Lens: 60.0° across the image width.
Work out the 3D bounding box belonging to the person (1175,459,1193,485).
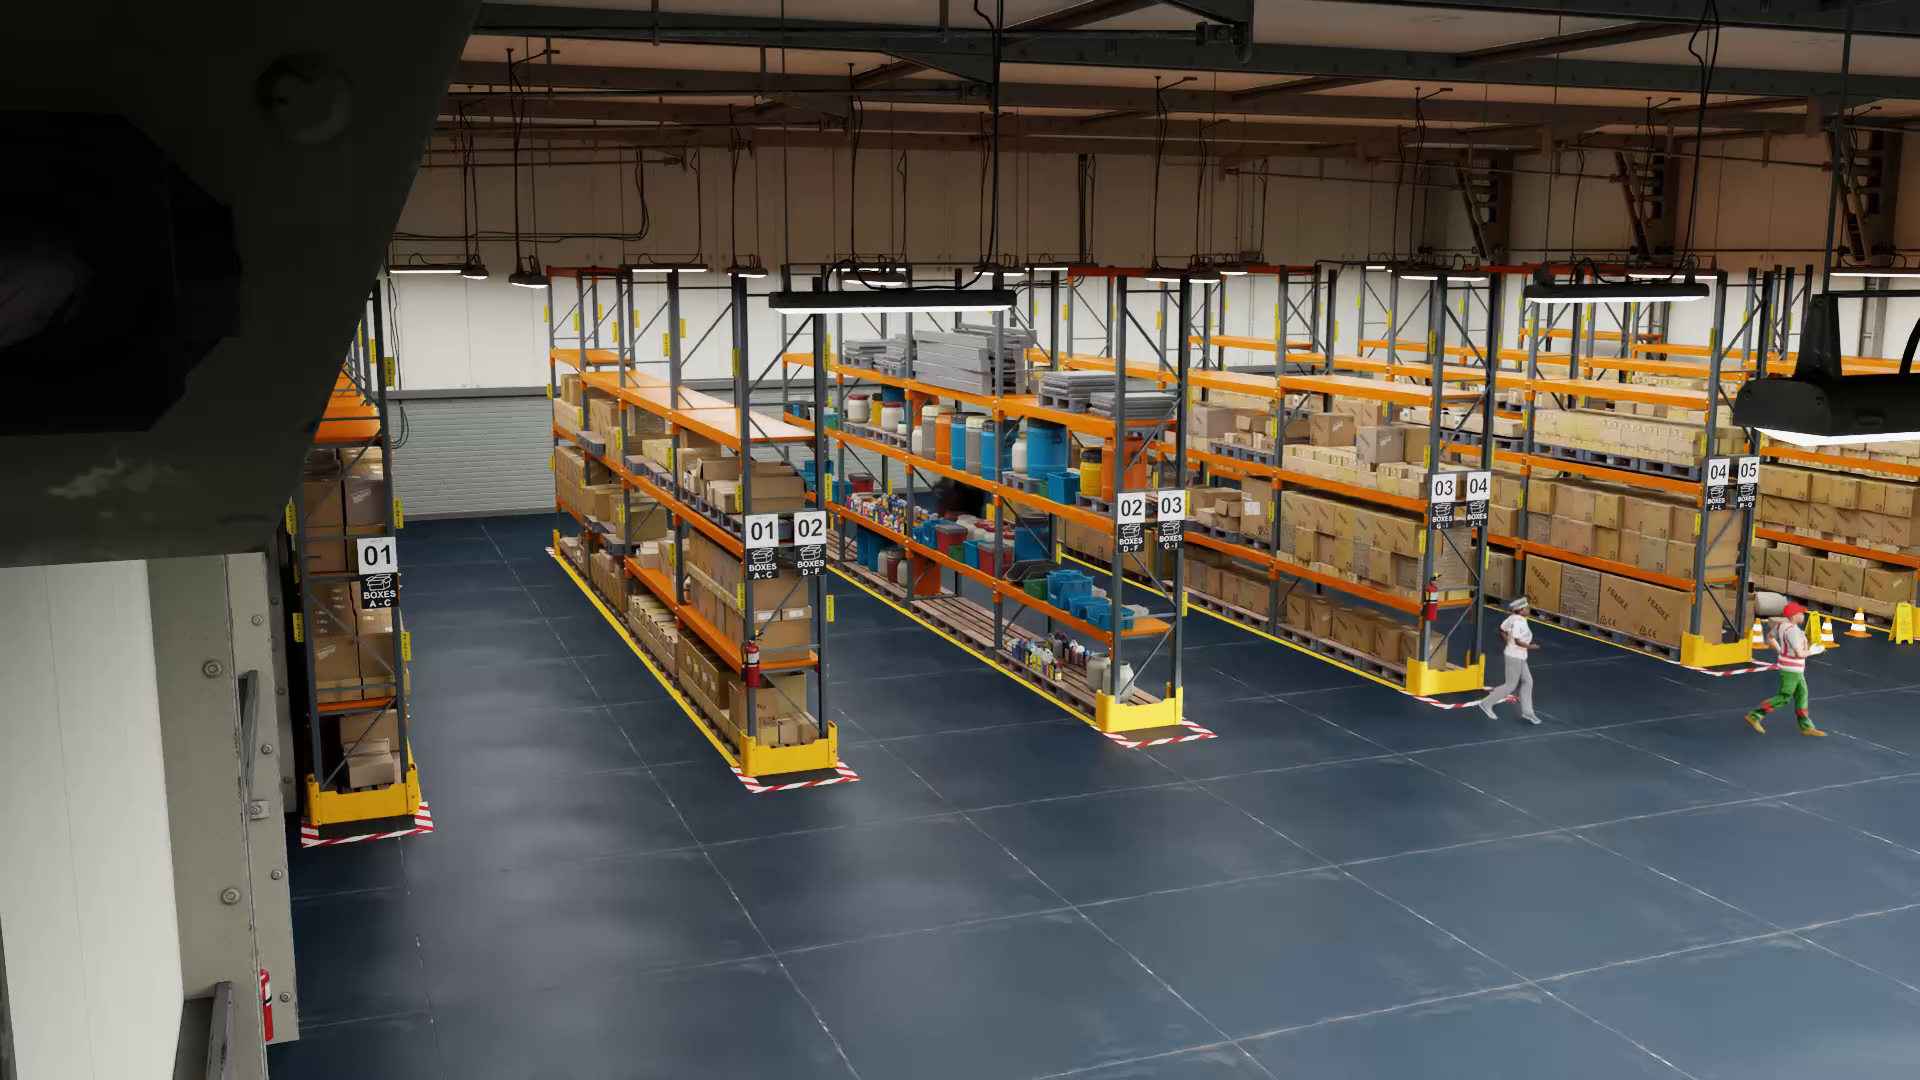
[{"bbox_3d":[5.001,-1.050,37.664,0.695,1.741,0.657,-2,10,-11],"label":"person"}]

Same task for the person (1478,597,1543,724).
[{"bbox_3d":[7.488,1.619,22.533,0.854,1.725,0.609,2,10,12],"label":"person"}]

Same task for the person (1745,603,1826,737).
[{"bbox_3d":[10.823,1.684,21.650,0.989,1.764,0.657,3,10,18],"label":"person"}]
